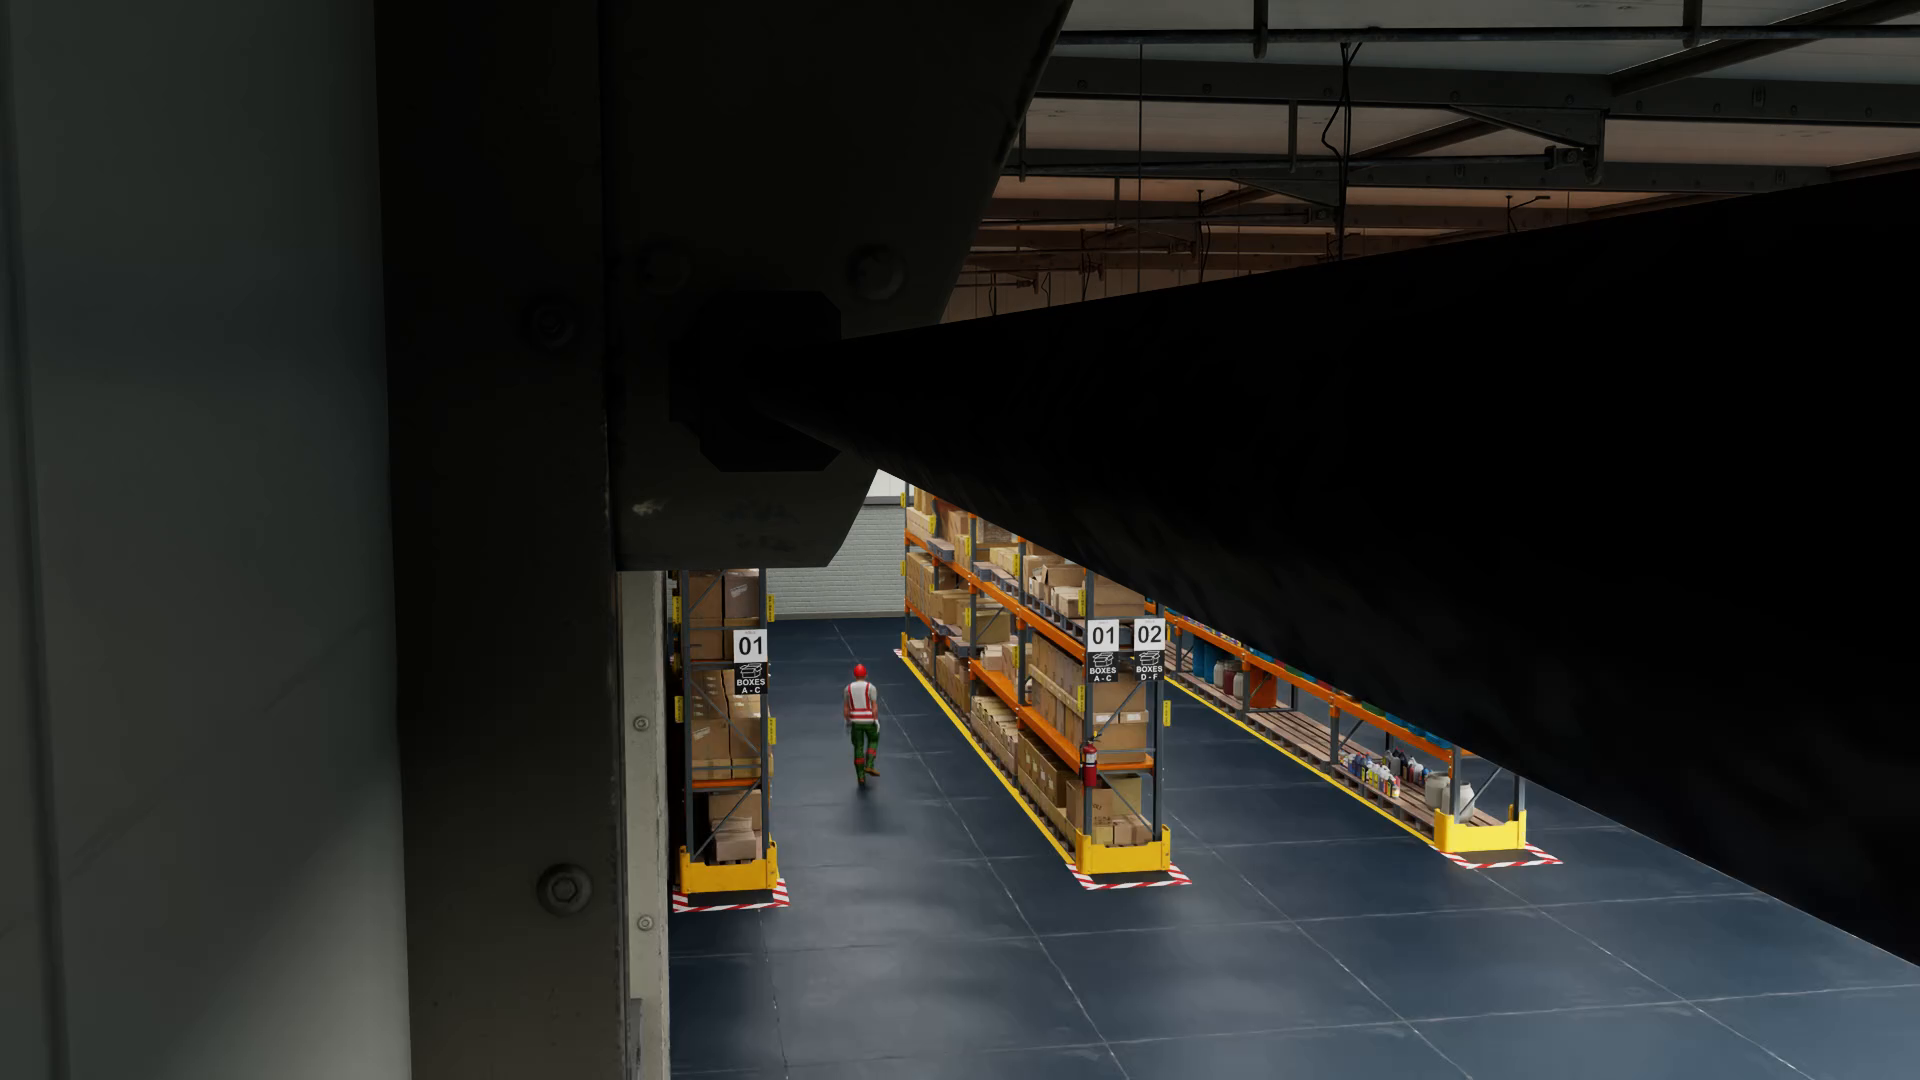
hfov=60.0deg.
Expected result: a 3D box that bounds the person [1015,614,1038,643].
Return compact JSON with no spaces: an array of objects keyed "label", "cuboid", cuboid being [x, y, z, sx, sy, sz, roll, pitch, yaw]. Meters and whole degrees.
[{"label":"person","cuboid":[1.439,1.805,35.351,0.565,1.725,0.979,-1,6,-13]}]

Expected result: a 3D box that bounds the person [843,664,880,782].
[{"label":"person","cuboid":[-1.505,2.789,25.491,0.572,1.773,0.495,0,6,3]}]
